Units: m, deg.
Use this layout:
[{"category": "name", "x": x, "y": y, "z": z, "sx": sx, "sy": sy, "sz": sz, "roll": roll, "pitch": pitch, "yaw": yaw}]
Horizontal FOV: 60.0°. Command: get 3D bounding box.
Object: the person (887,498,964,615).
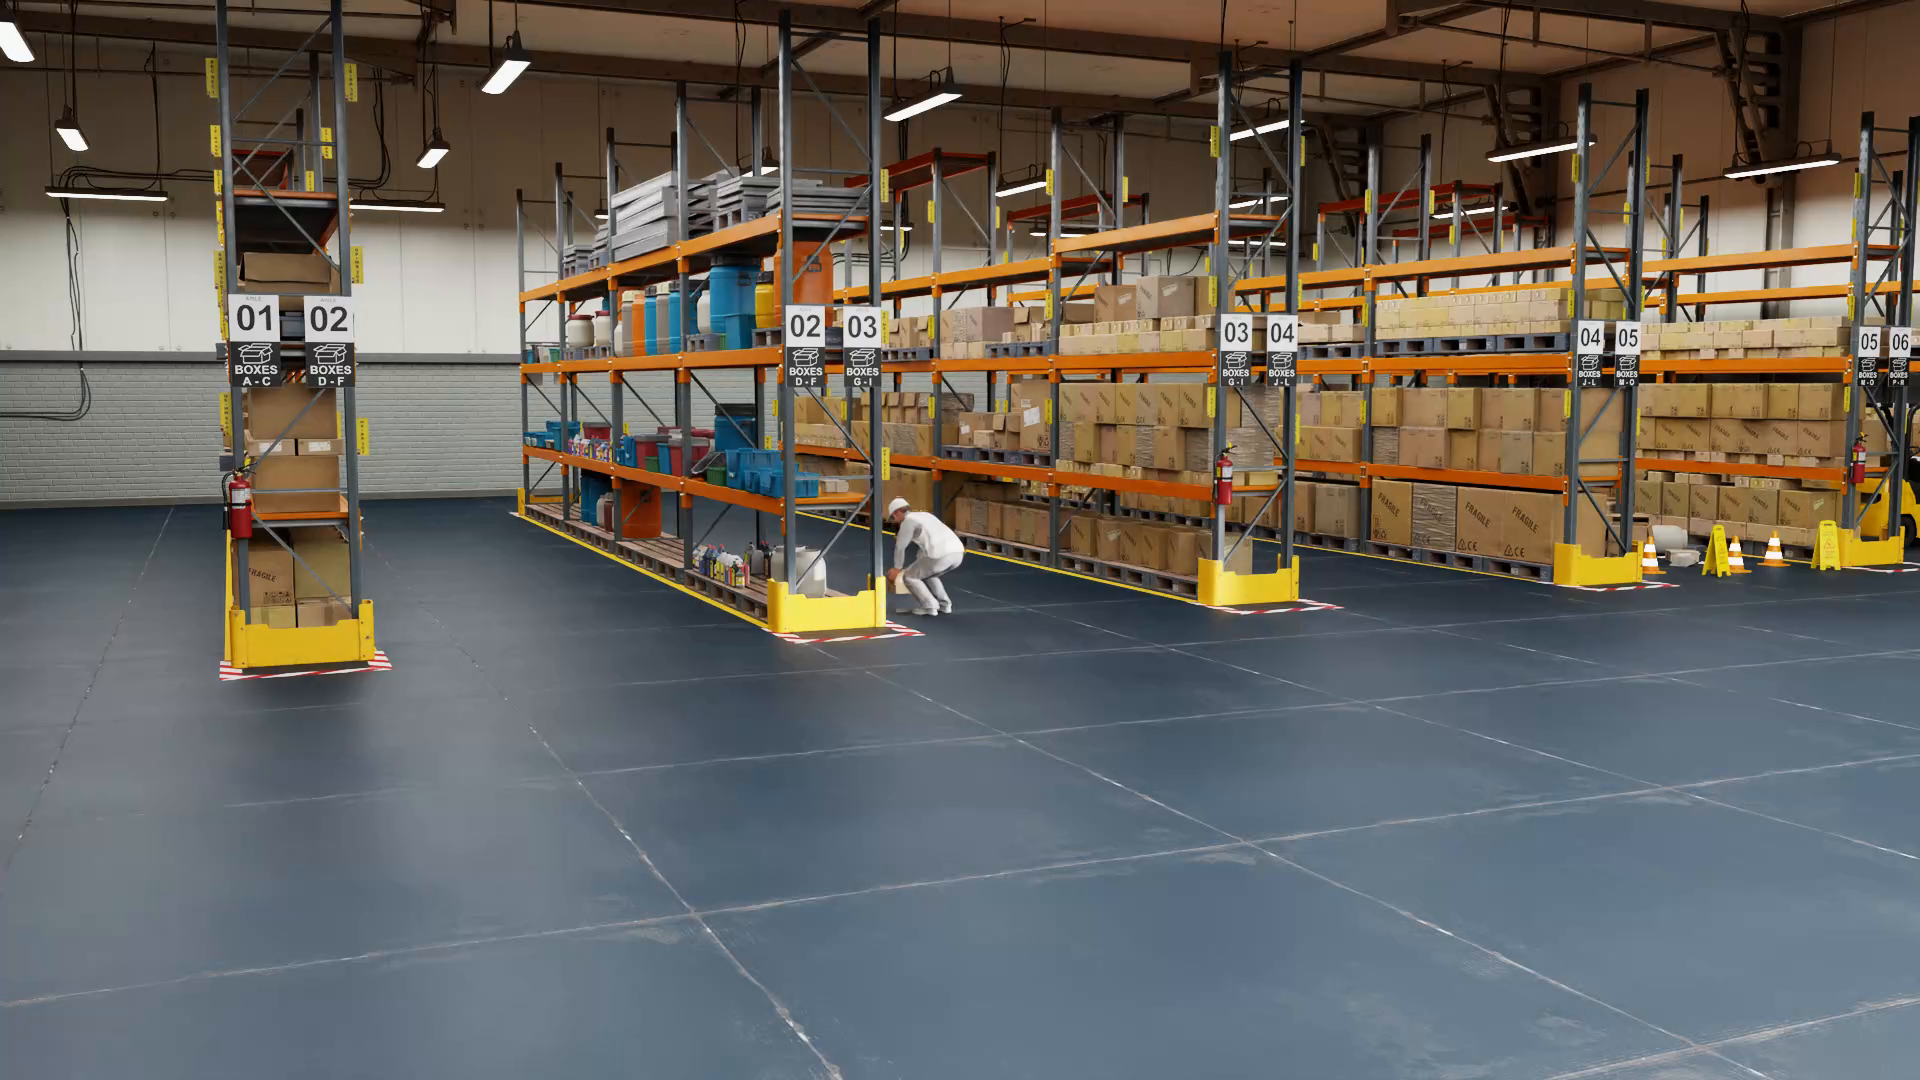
[{"category": "person", "x": -0.394, "y": 0.174, "z": 17.726, "sx": 0.843, "sy": 1.223, "sz": 0.573, "roll": 4, "pitch": 6, "yaw": 33}]
